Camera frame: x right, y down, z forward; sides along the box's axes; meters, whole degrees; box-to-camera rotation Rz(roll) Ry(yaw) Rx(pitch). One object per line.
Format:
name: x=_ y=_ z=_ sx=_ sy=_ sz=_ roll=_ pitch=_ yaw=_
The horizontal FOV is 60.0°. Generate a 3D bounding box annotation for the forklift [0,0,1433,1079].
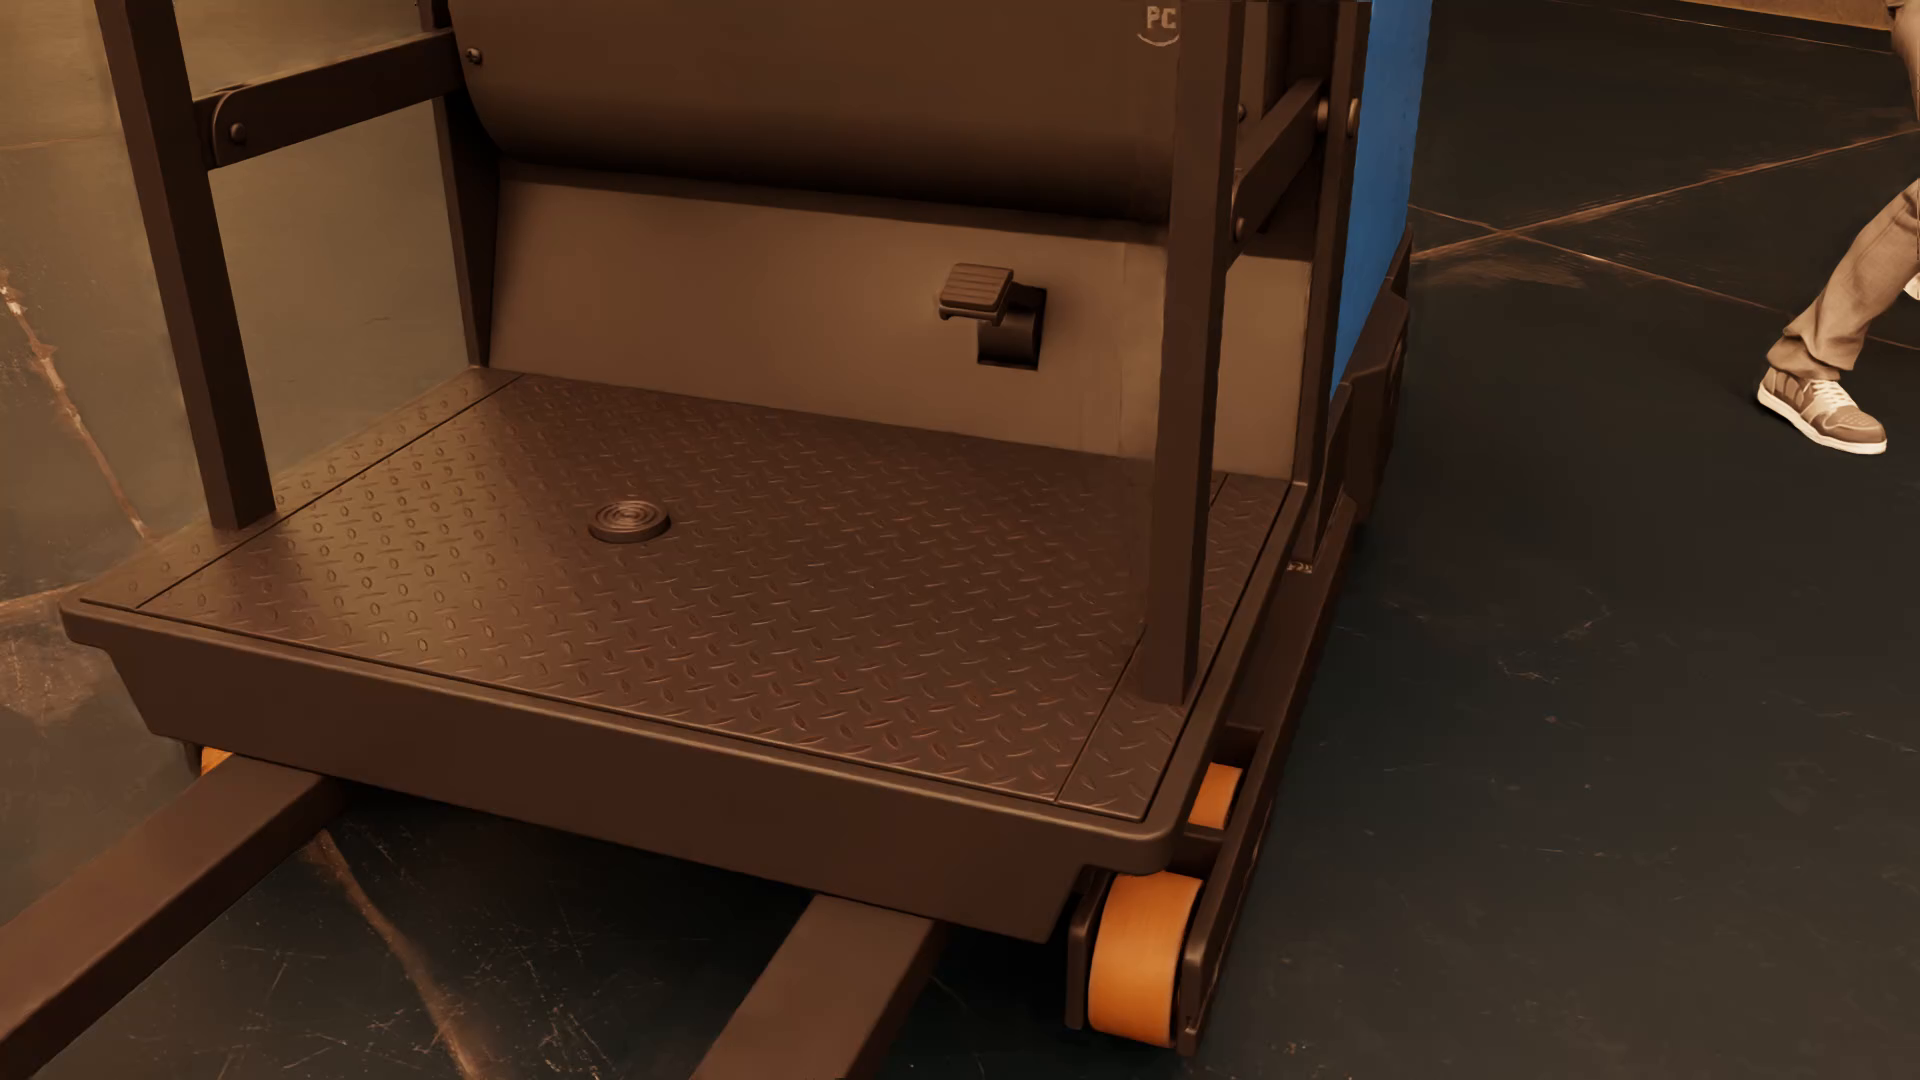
forklift: x=-0.195 y=-1.046 z=1.317 sx=1.130 sy=2.935 sz=3.031 roll=9 pitch=28 yaw=18

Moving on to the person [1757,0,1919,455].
person: x=1.752 y=-0.887 z=2.652 sx=0.672 sy=1.467 sz=0.571 roll=-10 pitch=28 yaw=-19
